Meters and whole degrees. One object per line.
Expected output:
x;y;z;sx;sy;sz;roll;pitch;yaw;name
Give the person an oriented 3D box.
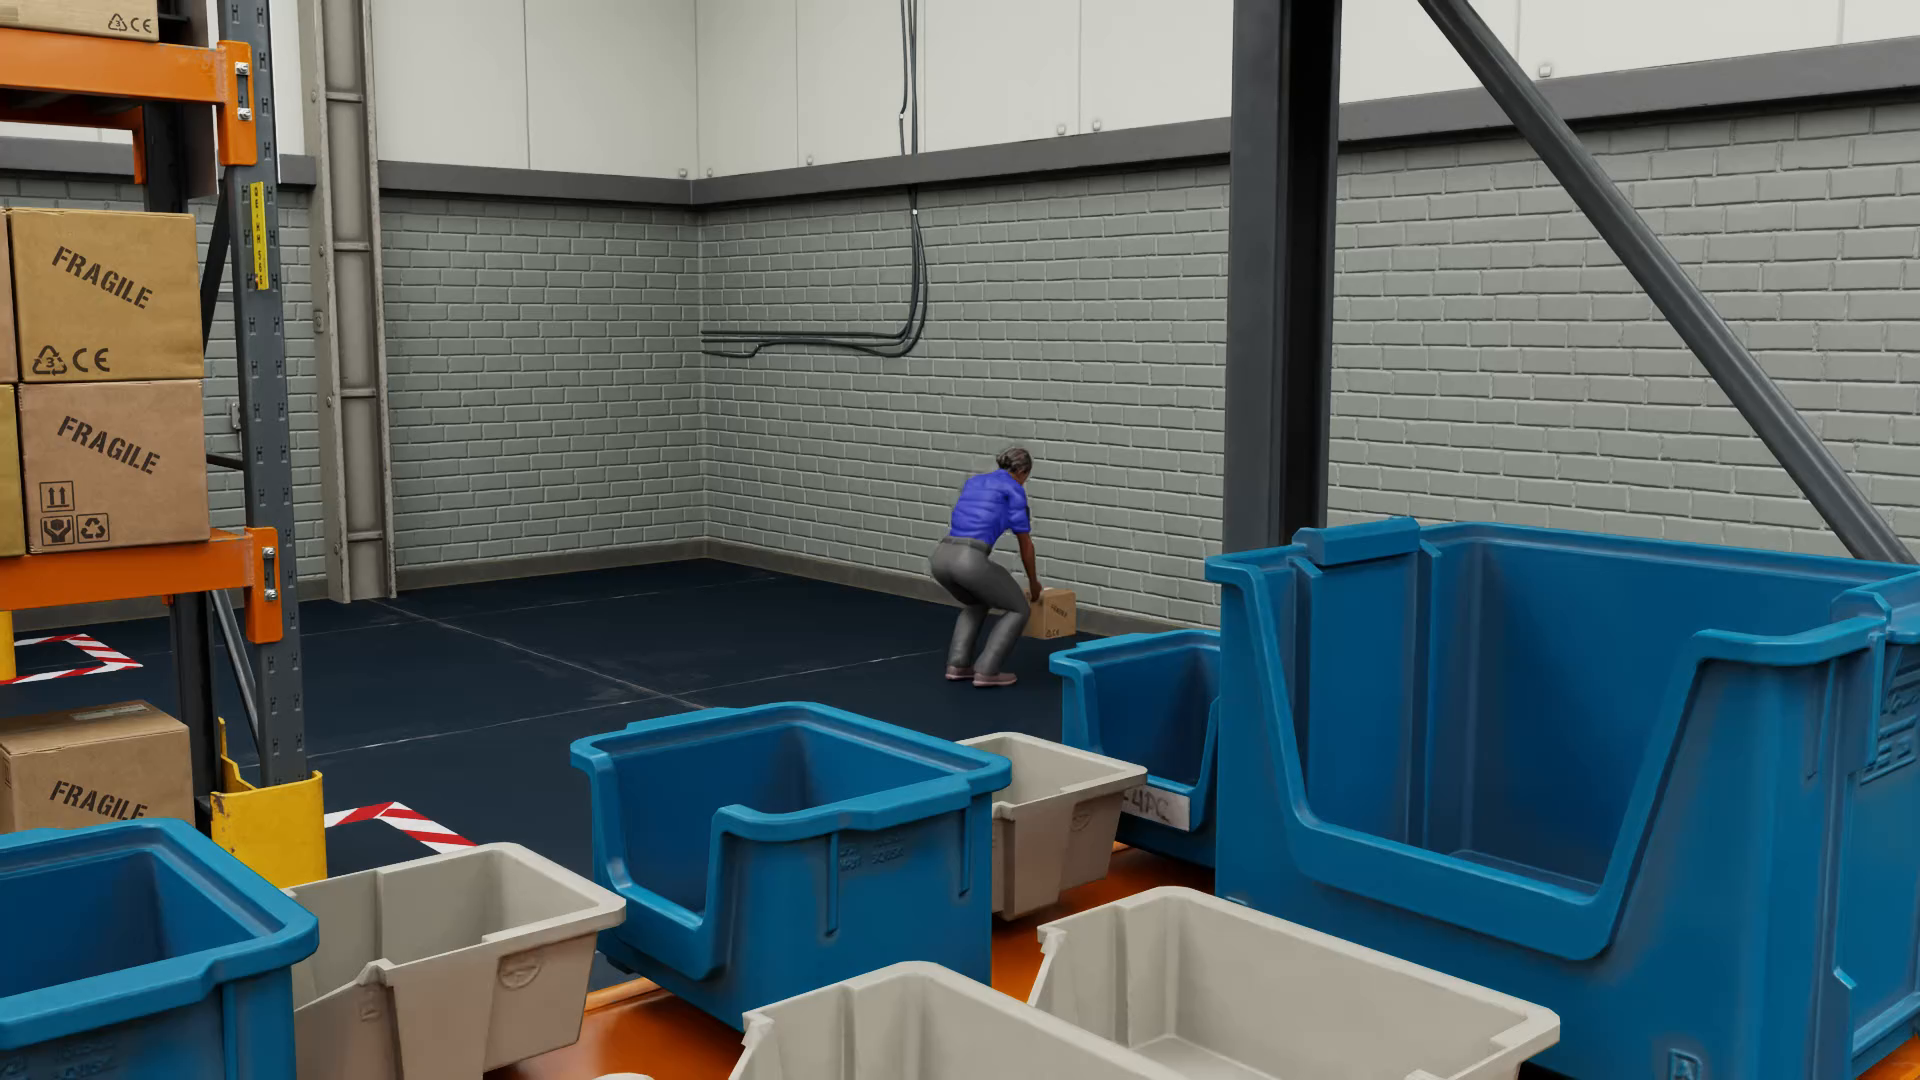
0.135;0.144;9.192;0.682;1.280;0.498;-7;10;-41;person
